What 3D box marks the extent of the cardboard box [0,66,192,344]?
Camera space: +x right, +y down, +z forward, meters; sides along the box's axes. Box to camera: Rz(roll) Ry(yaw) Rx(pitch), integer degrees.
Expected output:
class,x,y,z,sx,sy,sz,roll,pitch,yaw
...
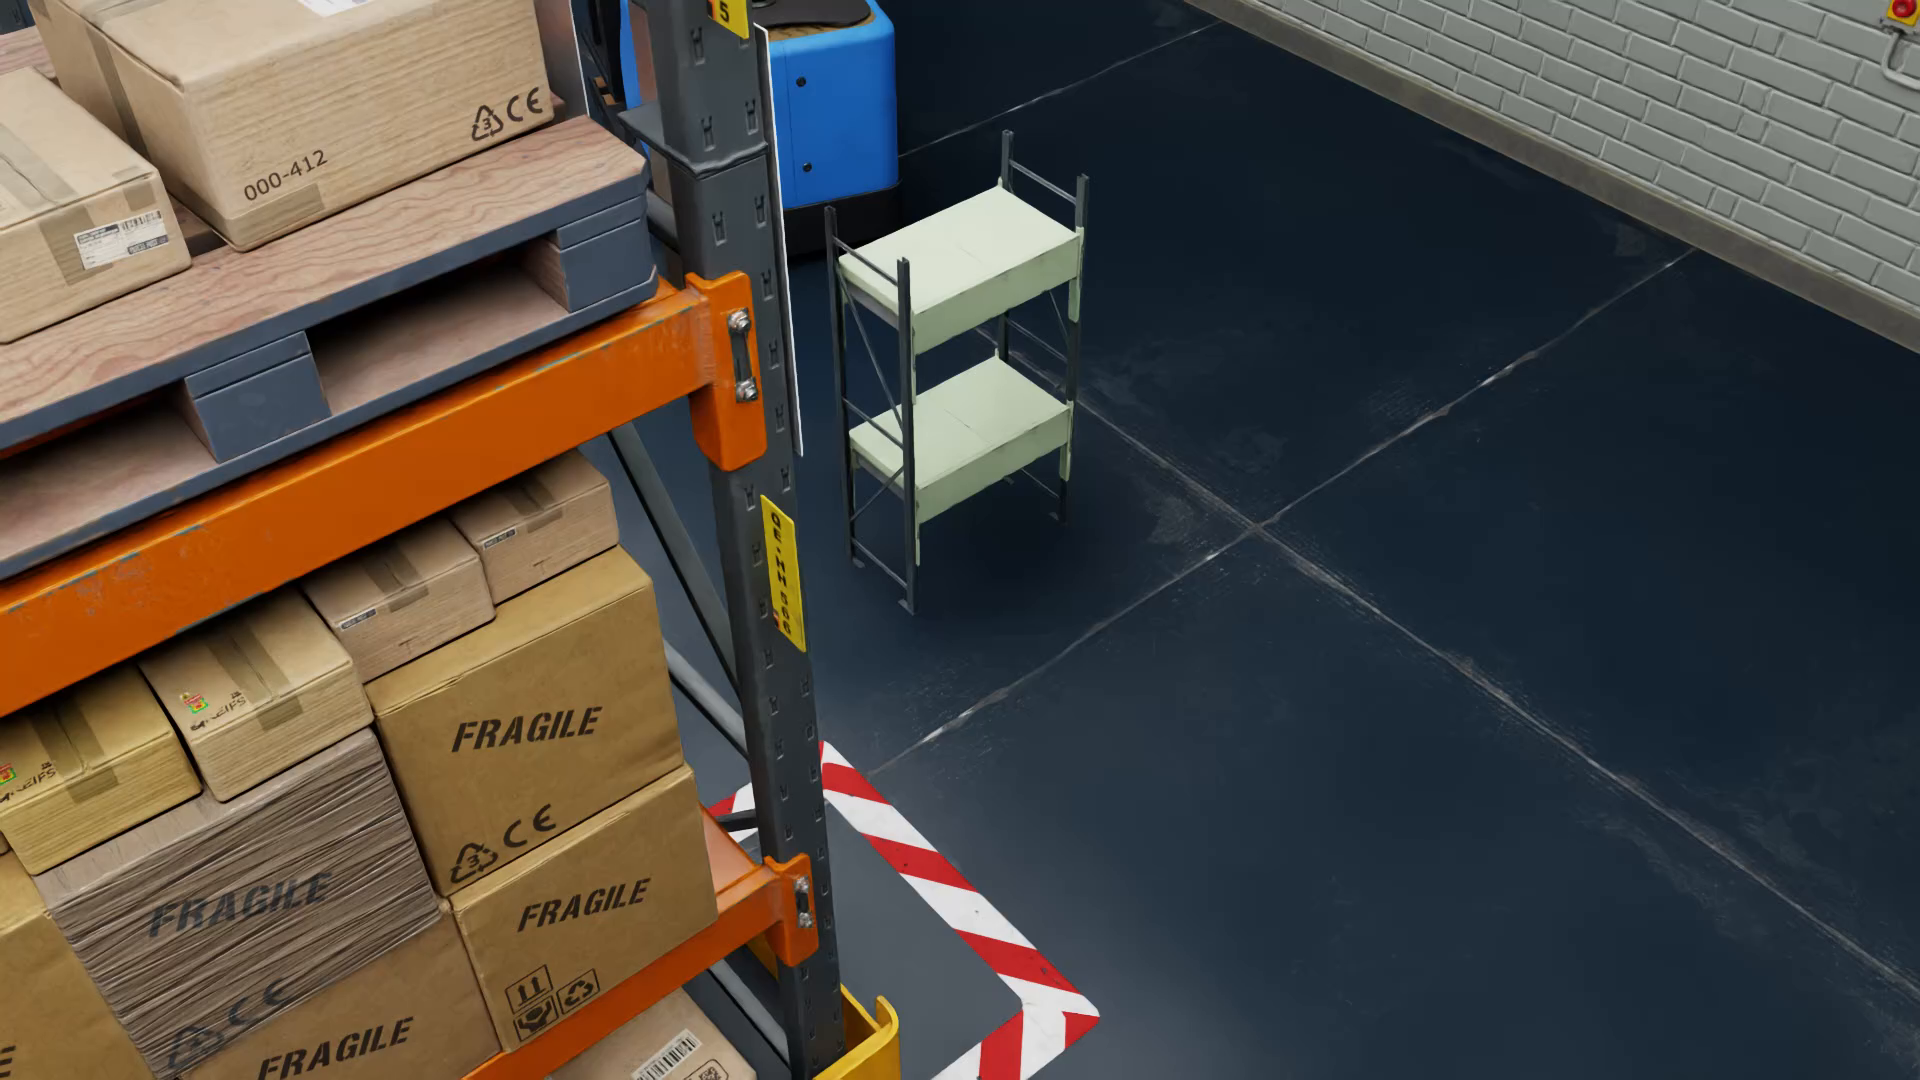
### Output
class,x,y,z,sx,sy,sz,roll,pitch,yaw
cardboard box,-1.212,-0.440,2.140,0.250,0.149,0.380,-34,53,-31

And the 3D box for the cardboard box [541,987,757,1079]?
class,x,y,z,sx,sy,sz,roll,pitch,yaw
cardboard box,-1.096,1.404,4.129,0.875,0.438,0.875,-32,52,-29

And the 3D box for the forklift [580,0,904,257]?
class,x,y,z,sx,sy,sz,roll,pitch,yaw
forklift,-1.274,-3.274,7.595,1.130,2.935,3.031,-15,45,-16

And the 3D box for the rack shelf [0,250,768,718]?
class,x,y,z,sx,sy,sz,roll,pitch,yaw
rack shelf,-2.188,0.328,2.044,4.000,0.370,1.077,-30,51,-28

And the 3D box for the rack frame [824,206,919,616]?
class,x,y,z,sx,sy,sz,roll,pitch,yaw
rack frame,-0.286,-0.383,5.562,0.023,1.500,0.400,-30,51,-28

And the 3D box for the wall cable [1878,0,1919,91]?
class,x,y,z,sx,sy,sz,roll,pitch,yaw
wall cable,3.656,-2.590,6.052,0.123,1.953,0.585,-30,51,-28

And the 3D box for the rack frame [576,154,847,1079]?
class,x,y,z,sx,sy,sz,roll,pitch,yaw
rack frame,-0.654,0.280,3.760,0.127,3.000,1.000,-30,51,-28

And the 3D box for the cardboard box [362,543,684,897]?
class,x,y,z,sx,sy,sz,roll,pitch,yaw
cardboard box,-0.871,0.216,3.025,0.500,0.500,0.500,-28,50,-27

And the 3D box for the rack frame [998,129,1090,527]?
class,x,y,z,sx,sy,sz,roll,pitch,yaw
rack frame,0.276,-0.705,5.905,0.023,1.500,0.400,-30,51,-28

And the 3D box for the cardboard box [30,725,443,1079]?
class,x,y,z,sx,sy,sz,roll,pitch,yaw
cardboard box,-1.253,0.461,2.764,0.500,0.500,0.500,-30,51,-28

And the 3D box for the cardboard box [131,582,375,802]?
class,x,y,z,sx,sy,sz,roll,pitch,yaw
cardboard box,-1.124,0.188,2.582,0.250,0.149,0.380,-30,51,-28

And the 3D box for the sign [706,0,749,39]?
class,x,y,z,sx,sy,sz,roll,pitch,yaw
sign,-0.317,-0.816,2.148,0.005,0.325,0.100,-30,51,-28

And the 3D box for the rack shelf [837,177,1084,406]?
class,x,y,z,sx,sy,sz,roll,pitch,yaw
rack shelf,-0.005,-0.828,5.466,0.720,0.370,0.431,-30,51,-28

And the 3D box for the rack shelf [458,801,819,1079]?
class,x,y,z,sx,sy,sz,roll,pitch,yaw
rack shelf,-2.188,1.421,3.071,4.000,0.370,1.077,-30,51,-28

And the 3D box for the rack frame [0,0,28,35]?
class,x,y,z,sx,sy,sz,roll,pitch,yaw
rack frame,-3.908,-2.275,6.481,0.127,3.000,1.000,-30,51,-28

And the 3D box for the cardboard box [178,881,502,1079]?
class,x,y,z,sx,sy,sz,roll,pitch,yaw
cardboard box,-1.249,0.807,3.126,0.500,0.500,0.500,-31,51,-29

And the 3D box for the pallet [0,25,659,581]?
class,x,y,z,sx,sy,sz,roll,pitch,yaw
pallet,-1.216,-0.449,2.411,1.213,0.211,1.003,-30,51,-28

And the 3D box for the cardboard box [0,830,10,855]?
class,x,y,z,sx,sy,sz,roll,pitch,yaw
cardboard box,-1.590,0.354,2.405,0.250,0.149,0.380,-30,51,-28

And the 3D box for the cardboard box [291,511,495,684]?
class,x,y,z,sx,sy,sz,roll,pitch,yaw
cardboard box,-0.980,0.030,2.750,0.250,0.149,0.380,-29,50,-27

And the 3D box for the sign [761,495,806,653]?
class,x,y,z,sx,sy,sz,roll,pitch,yaw
sign,-0.317,0.063,2.973,0.005,0.325,0.100,-30,51,-28

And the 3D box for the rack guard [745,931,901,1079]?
class,x,y,z,sx,sy,sz,roll,pitch,yaw
rack guard,-0.636,1.181,4.627,0.348,0.500,1.175,-30,51,-28

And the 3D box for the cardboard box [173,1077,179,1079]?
class,x,y,z,sx,sy,sz,roll,pitch,yaw
cardboard box,-1.637,1.038,2.880,0.500,0.500,0.500,-28,50,-27

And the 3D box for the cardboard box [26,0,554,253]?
class,x,y,z,sx,sy,sz,roll,pitch,yaw
cardboard box,-0.942,-0.703,2.346,0.500,0.250,0.500,34,53,31

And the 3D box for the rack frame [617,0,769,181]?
class,x,y,z,sx,sy,sz,roll,pitch,yaw
rack frame,-0.654,-1.906,1.707,0.127,3.000,1.000,-30,51,-28

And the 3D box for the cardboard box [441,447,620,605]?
class,x,y,z,sx,sy,sz,roll,pitch,yaw
cardboard box,-0.801,-0.094,2.882,0.250,0.149,0.380,-29,50,-27

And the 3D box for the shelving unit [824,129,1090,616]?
class,x,y,z,sx,sy,sz,roll,pitch,yaw
shelving unit,-0.005,-0.544,5.733,0.755,1.500,0.431,-30,51,-28

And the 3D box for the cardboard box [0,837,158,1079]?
class,x,y,z,sx,sy,sz,roll,pitch,yaw
cardboard box,-1.635,0.677,2.535,0.500,0.500,0.500,-30,51,-28

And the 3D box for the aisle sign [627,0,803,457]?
class,x,y,z,sx,sy,sz,roll,pitch,yaw
aisle sign,-0.400,-0.536,2.731,0.004,0.787,0.394,-30,51,-28

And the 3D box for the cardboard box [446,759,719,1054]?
class,x,y,z,sx,sy,sz,roll,pitch,yaw
cardboard box,-0.854,0.595,3.353,0.500,0.500,0.500,-30,51,-28

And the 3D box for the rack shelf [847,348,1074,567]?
class,x,y,z,sx,sy,sz,roll,pitch,yaw
rack shelf,-0.005,-0.306,5.957,0.720,0.370,0.431,-30,51,-28

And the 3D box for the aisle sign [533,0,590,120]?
class,x,y,z,sx,sy,sz,roll,pitch,yaw
aisle sign,-0.785,-0.851,3.066,0.004,0.787,0.394,-30,51,-28

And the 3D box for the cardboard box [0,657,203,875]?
class,x,y,z,sx,sy,sz,roll,pitch,yaw
cardboard box,-1.344,0.277,2.487,0.250,0.149,0.380,-29,50,-27
